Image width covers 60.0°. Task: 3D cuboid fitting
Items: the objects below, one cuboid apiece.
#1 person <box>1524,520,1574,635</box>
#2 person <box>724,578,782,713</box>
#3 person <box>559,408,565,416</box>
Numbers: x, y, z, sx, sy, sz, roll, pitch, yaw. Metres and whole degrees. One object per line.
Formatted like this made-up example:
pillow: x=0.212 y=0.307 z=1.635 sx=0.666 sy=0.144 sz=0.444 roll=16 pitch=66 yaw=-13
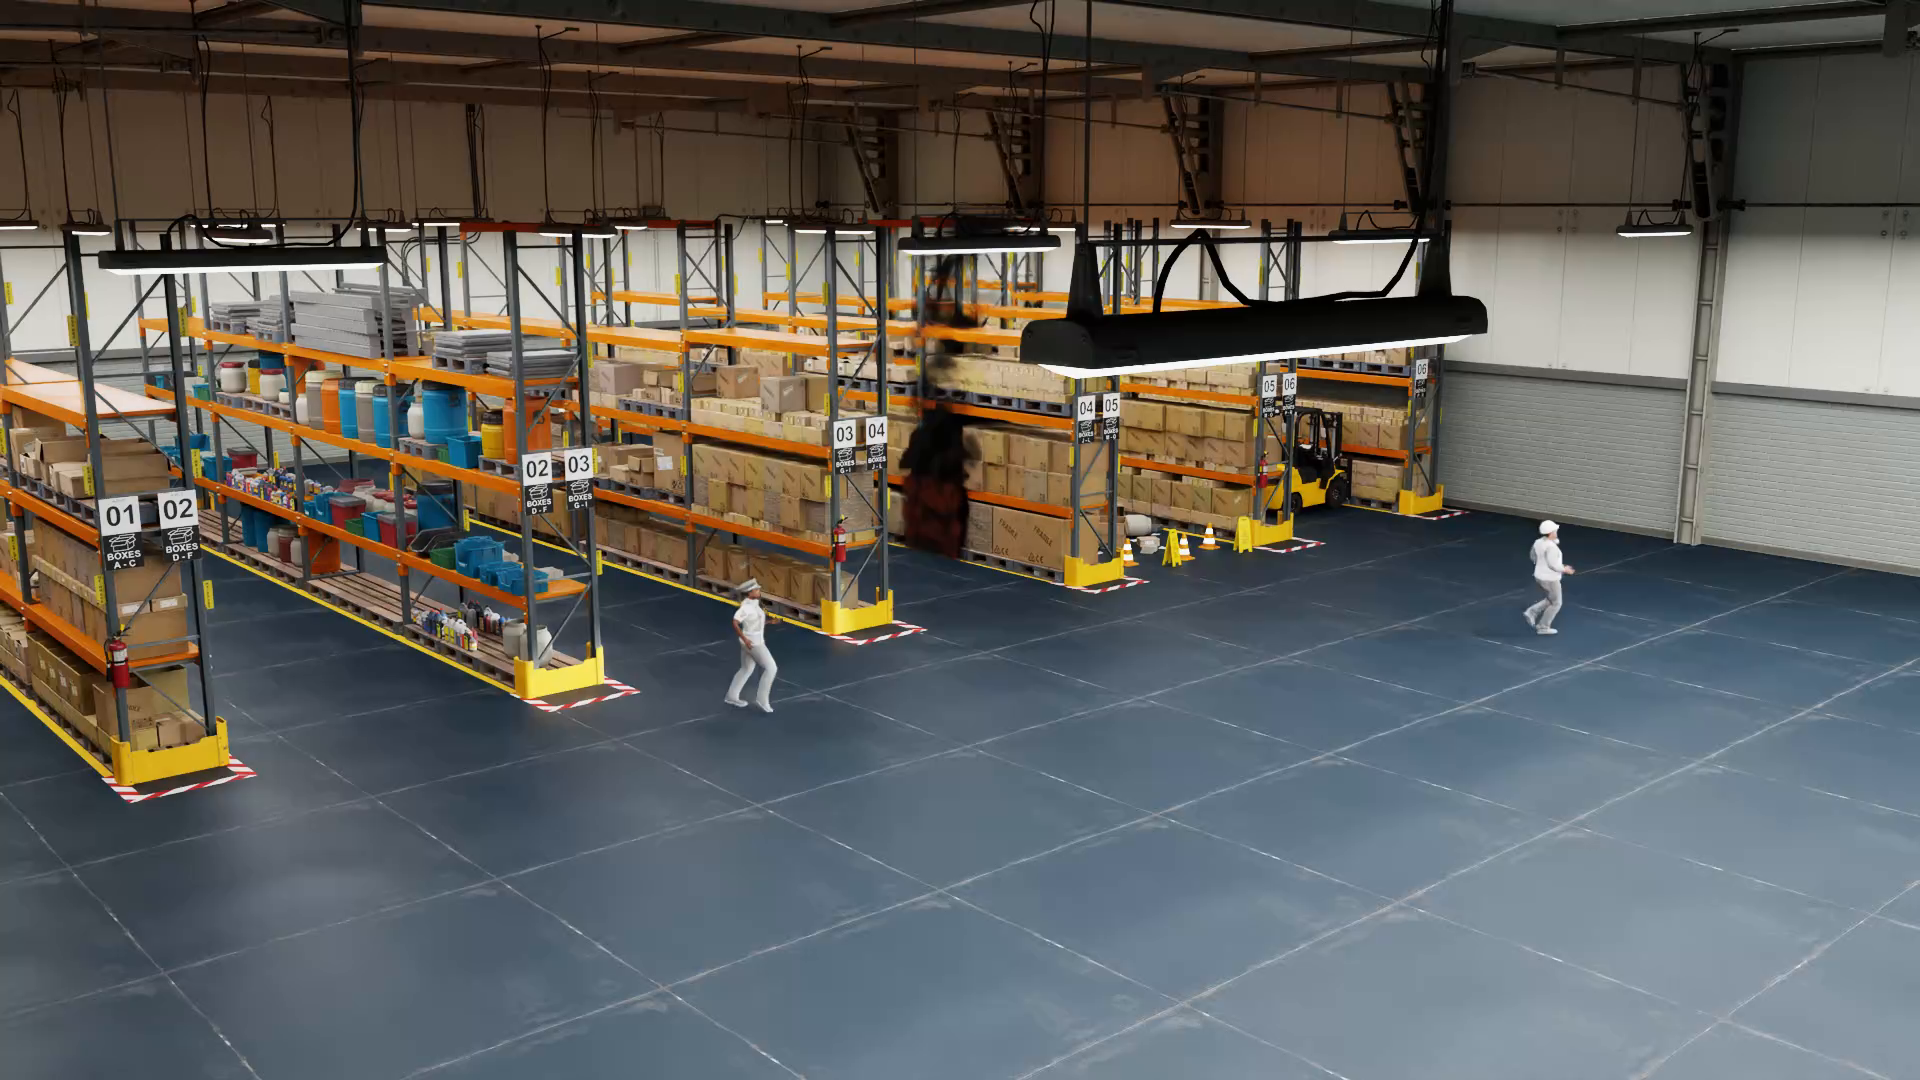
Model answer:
person: x=8.771 y=0.555 z=24.751 sx=0.601 sy=1.723 sz=0.655 roll=-1 pitch=11 yaw=-4
person: x=-2.612 y=1.341 z=20.987 sx=0.742 sy=1.754 sz=0.543 roll=-2 pitch=12 yaw=-12
person: x=-9.134 y=-2.190 z=38.330 sx=0.679 sy=1.759 sz=0.703 roll=-7 pitch=14 yaw=-32
